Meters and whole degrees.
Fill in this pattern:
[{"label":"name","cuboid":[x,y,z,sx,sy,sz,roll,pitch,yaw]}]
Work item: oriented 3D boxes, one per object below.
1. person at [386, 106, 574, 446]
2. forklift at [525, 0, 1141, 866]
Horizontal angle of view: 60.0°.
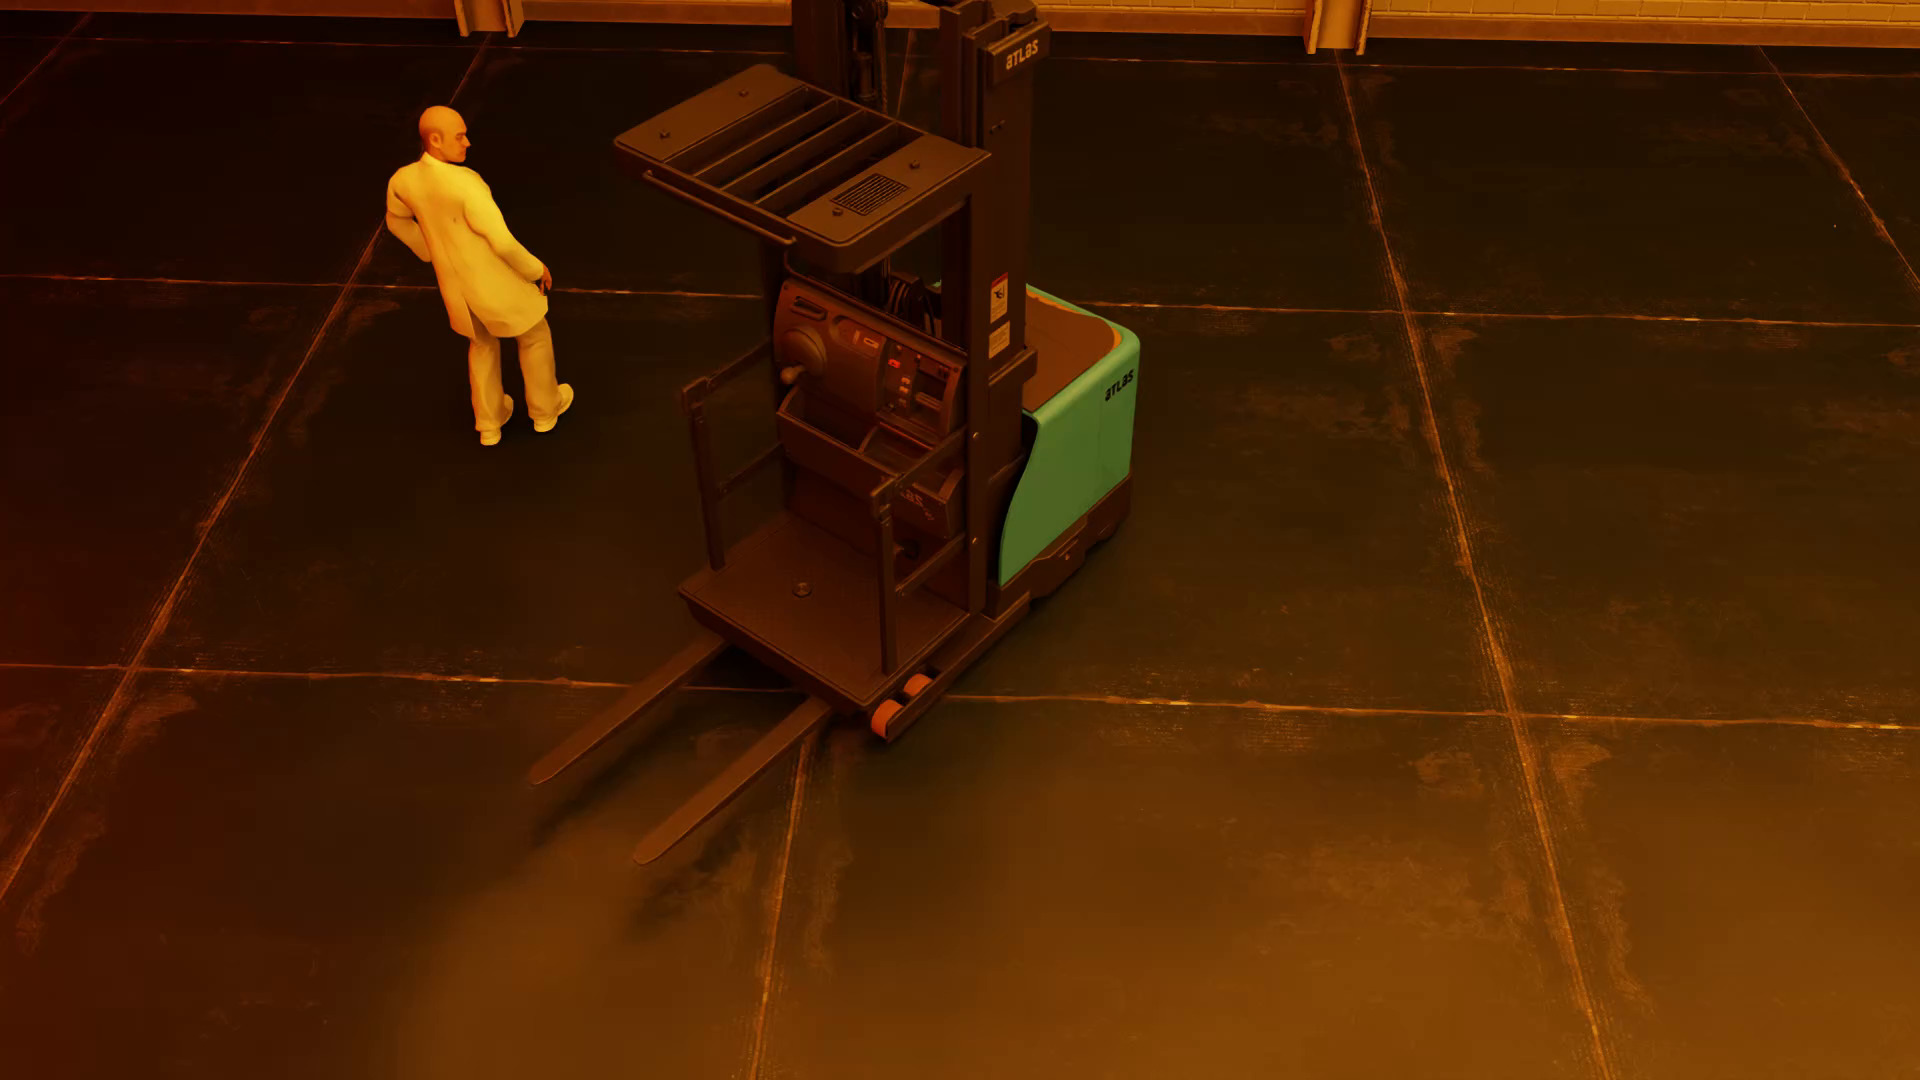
[{"label":"person","cuboid":[-2.301,-1.288,8.030,0.794,1.757,0.554,14,44,14]},{"label":"forklift","cuboid":[-0.505,-0.628,6.431,1.130,2.935,3.031,29,50,28]}]
